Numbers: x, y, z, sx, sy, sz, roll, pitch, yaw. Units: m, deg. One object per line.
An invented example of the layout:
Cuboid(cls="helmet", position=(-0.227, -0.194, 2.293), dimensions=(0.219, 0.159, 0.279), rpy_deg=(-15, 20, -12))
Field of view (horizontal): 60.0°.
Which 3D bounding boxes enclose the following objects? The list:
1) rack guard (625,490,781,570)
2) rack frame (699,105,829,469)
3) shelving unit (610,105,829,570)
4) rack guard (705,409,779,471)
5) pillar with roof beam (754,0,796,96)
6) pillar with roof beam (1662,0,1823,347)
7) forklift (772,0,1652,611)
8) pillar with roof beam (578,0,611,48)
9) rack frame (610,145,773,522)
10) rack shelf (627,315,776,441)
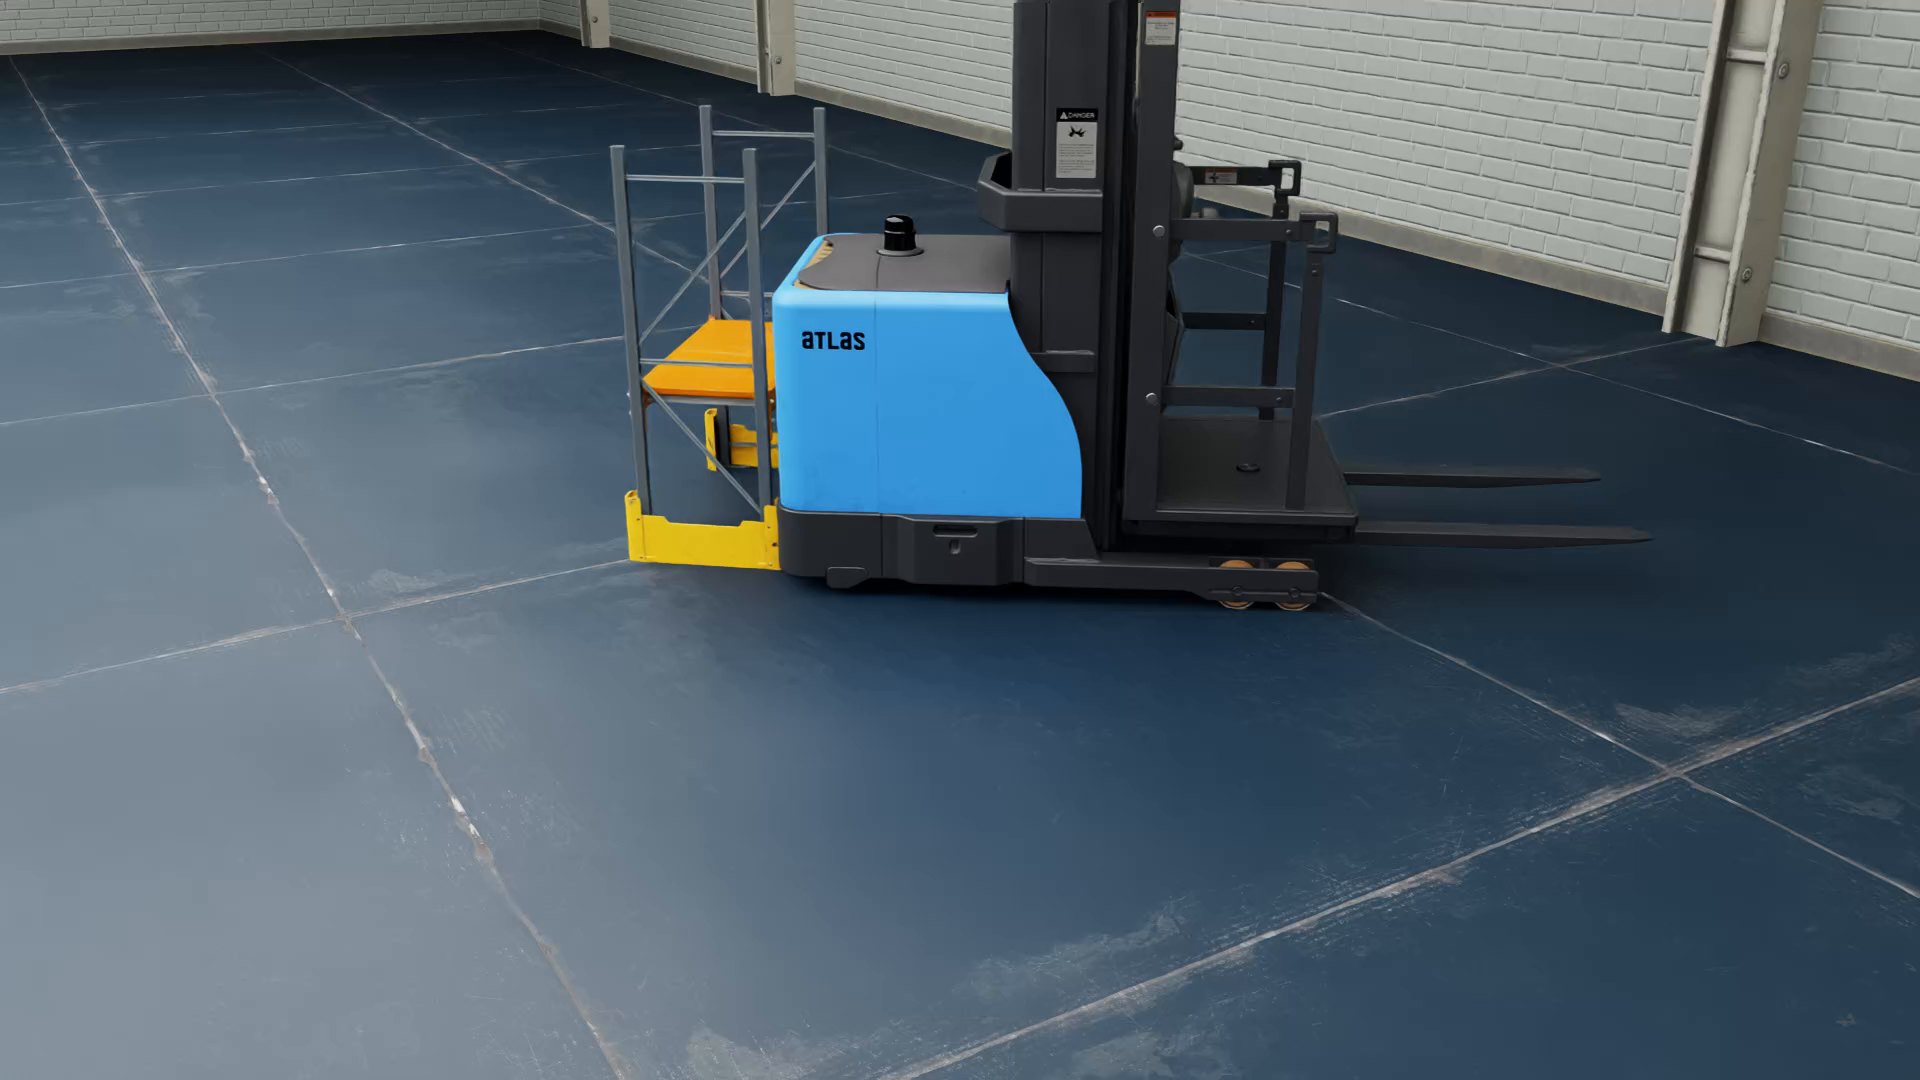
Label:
Cuboid(cls="rack guard", position=(-0.923, -0.037, 6.069), dimensions=(0.587, 0.250, 0.087), rpy_deg=(3, 22, 8))
Cuboid(cls="rack frame", position=(-0.771, -0.994, 6.764), dimensions=(0.500, 1.500, 0.032), rpy_deg=(3, 22, 8))
Cuboid(cls="shelving unit", position=(-0.849, -0.801, 6.290), dimensions=(0.587, 1.500, 1.083), rpy_deg=(3, 22, 8))
Cuboid(cls="rack guard", position=(-0.774, -0.407, 6.982), dimensions=(0.587, 0.250, 0.087), rpy_deg=(3, 22, 8))
Cuboid(cls="pillar with roof beam", position=(-5.744, -8.342, 14.883), dimensions=(9.100, 9.000, 0.400), rpy_deg=(-13, 25, -28))
Cuboid(cls="pillar with roof beam", position=(0.386, -4.457, 5.326), dimensions=(9.100, 9.000, 0.400), rpy_deg=(-13, 25, -28))
Cuboid(cls="forklift", position=(0.901, -1.322, 5.671), dimensions=(3.031, 2.935, 1.130), rpy_deg=(2, 22, 4))
Cuboid(cls="pillar with roof beam", position=(-8.808, -10.284, 19.662), dimensions=(9.100, 9.000, 0.400), rpy_deg=(-13, 25, -28))
Cuboid(cls="rack frame", position=(-0.924, -0.615, 5.833), dimensions=(0.500, 1.500, 0.032), rpy_deg=(3, 22, 8))
Cuboid(cls="rack shelf", position=(-0.847, -0.638, 6.366), dimensions=(0.538, 0.185, 1.000), rpy_deg=(3, 22, 8))
